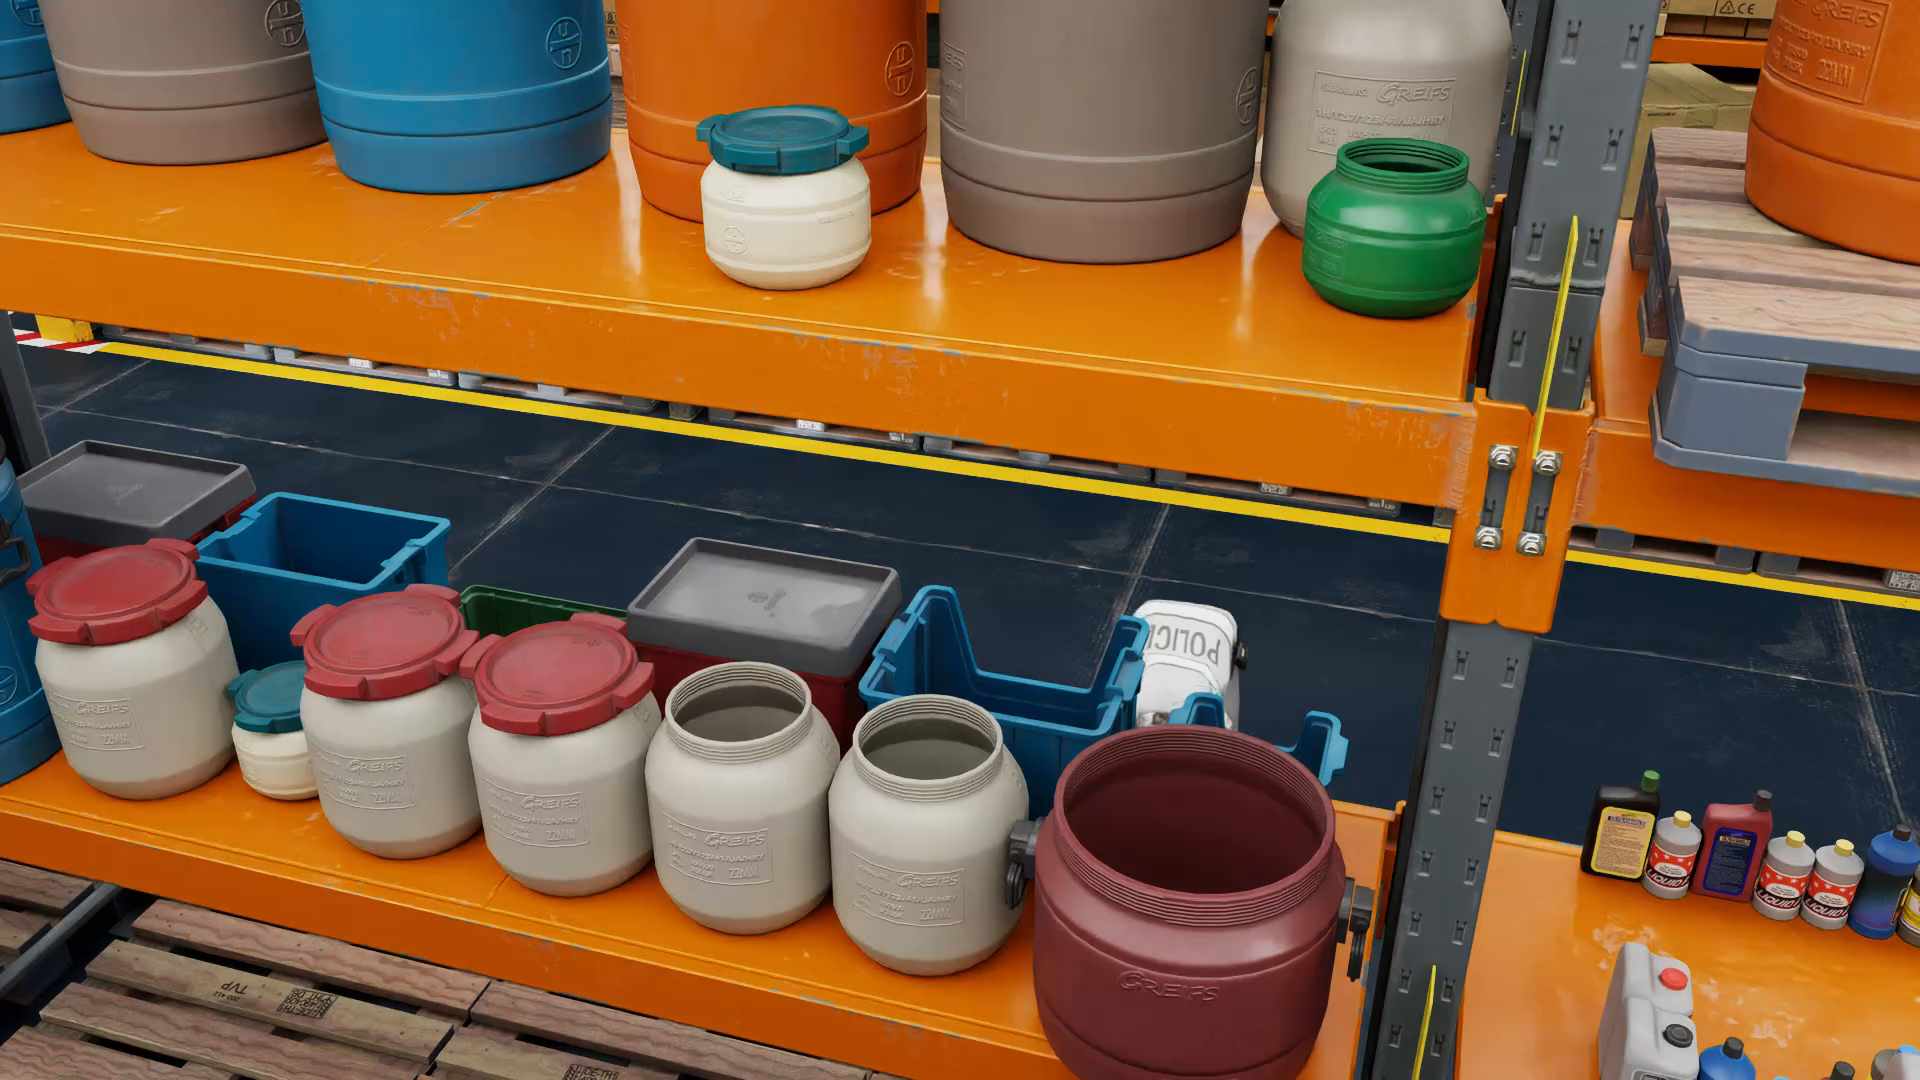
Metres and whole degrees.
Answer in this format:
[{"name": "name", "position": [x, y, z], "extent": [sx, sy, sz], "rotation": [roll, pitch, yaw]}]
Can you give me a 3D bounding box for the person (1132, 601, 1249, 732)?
[{"name": "person", "position": [0.666, 0.776, 5.417], "extent": [0.423, 1.009, 0.934], "rotation": [7, 30, 13]}]
